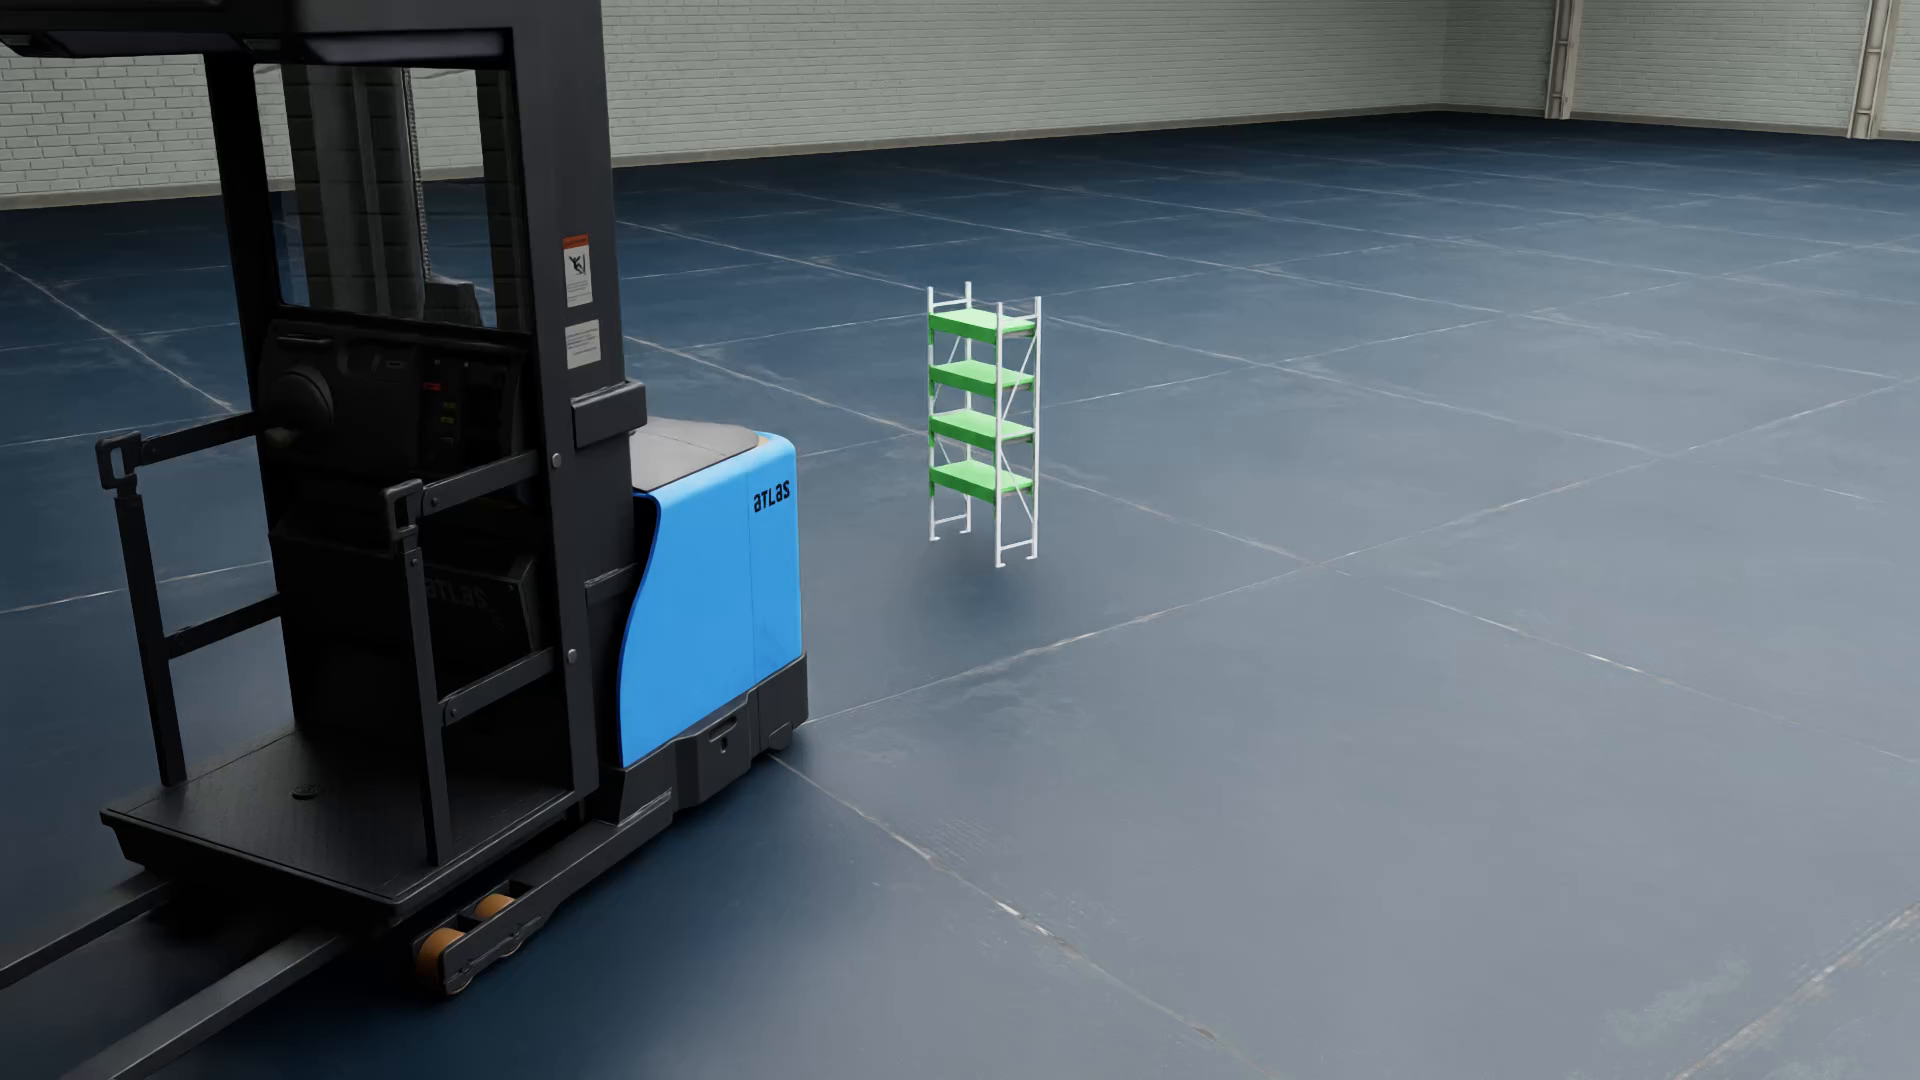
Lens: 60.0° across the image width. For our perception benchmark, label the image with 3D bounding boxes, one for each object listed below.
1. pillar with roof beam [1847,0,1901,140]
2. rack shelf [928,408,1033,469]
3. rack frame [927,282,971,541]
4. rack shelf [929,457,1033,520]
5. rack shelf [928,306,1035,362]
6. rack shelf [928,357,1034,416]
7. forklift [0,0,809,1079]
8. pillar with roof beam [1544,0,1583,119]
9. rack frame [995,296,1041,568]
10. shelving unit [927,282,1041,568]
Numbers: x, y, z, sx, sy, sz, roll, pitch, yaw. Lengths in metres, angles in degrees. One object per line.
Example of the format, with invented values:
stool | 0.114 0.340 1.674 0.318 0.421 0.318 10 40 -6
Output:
pillar with roof beam | 12.395 -10.454 25.117 9.100 9.000 0.400 -14 23 -36
rack shelf | 0.103 -0.468 7.571 0.258 0.148 0.480 -14 23 -36
rack frame | -0.049 -0.589 7.732 0.240 1.200 0.015 -14 23 -36
rack shelf | 0.103 -0.240 7.646 0.258 0.148 0.480 -14 23 -36
rack shelf | 0.103 -0.924 7.420 0.258 0.148 0.480 -14 23 -36
rack shelf | 0.103 -0.696 7.495 0.258 0.148 0.480 -14 23 -36
forklift | -1.643 -0.374 4.329 1.130 2.935 3.031 9 20 25
pillar with roof beam | 8.670 -11.932 29.582 9.100 9.000 0.400 -14 23 -36
rack frame | 0.254 -0.469 7.369 0.240 1.200 0.015 -14 23 -36
shelving unit | 0.103 -0.529 7.551 0.258 1.200 0.503 -14 23 -36
